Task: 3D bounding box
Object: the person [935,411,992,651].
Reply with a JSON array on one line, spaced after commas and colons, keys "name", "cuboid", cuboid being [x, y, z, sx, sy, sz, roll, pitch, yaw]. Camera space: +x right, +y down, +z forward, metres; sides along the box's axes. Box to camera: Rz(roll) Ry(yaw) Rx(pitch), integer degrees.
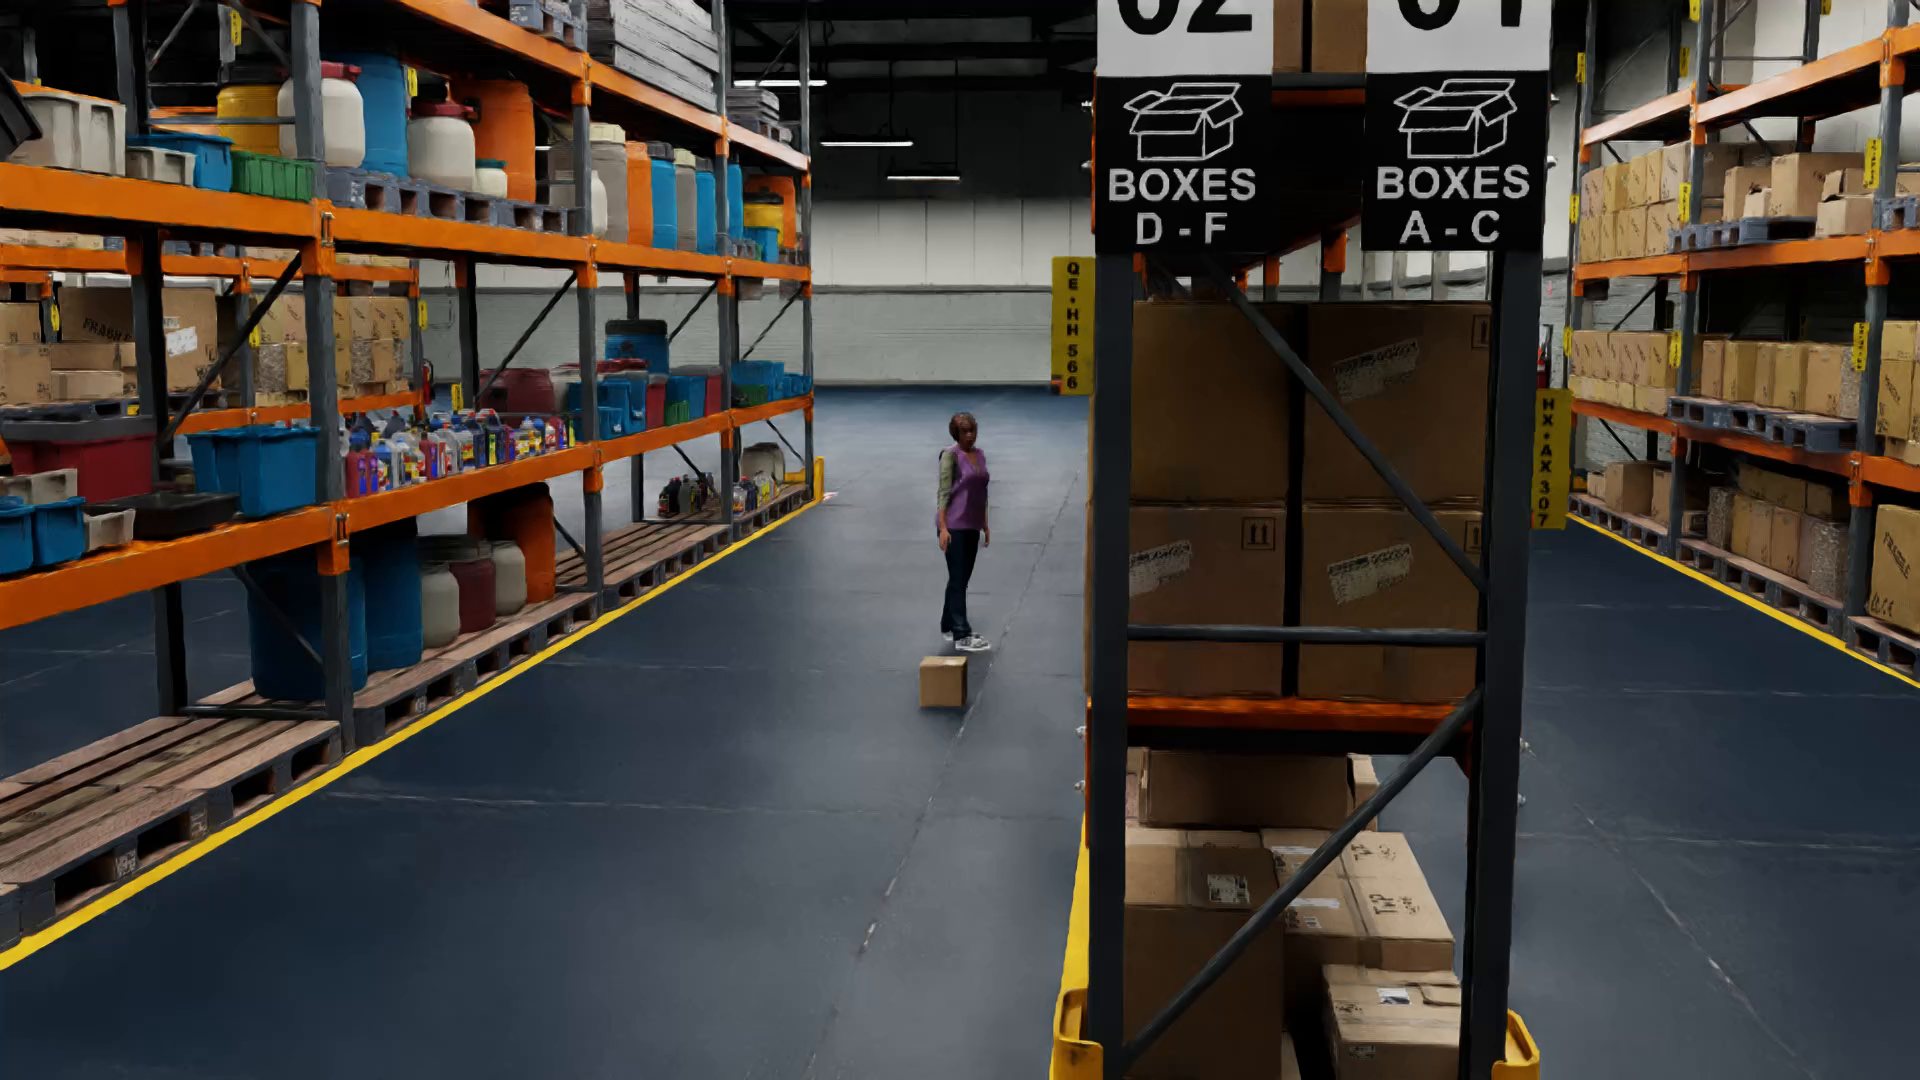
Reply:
[{"name": "person", "cuboid": [0.038, -0.055, 11.132, 0.517, 1.580, 0.511, 6, 10, 36]}]
